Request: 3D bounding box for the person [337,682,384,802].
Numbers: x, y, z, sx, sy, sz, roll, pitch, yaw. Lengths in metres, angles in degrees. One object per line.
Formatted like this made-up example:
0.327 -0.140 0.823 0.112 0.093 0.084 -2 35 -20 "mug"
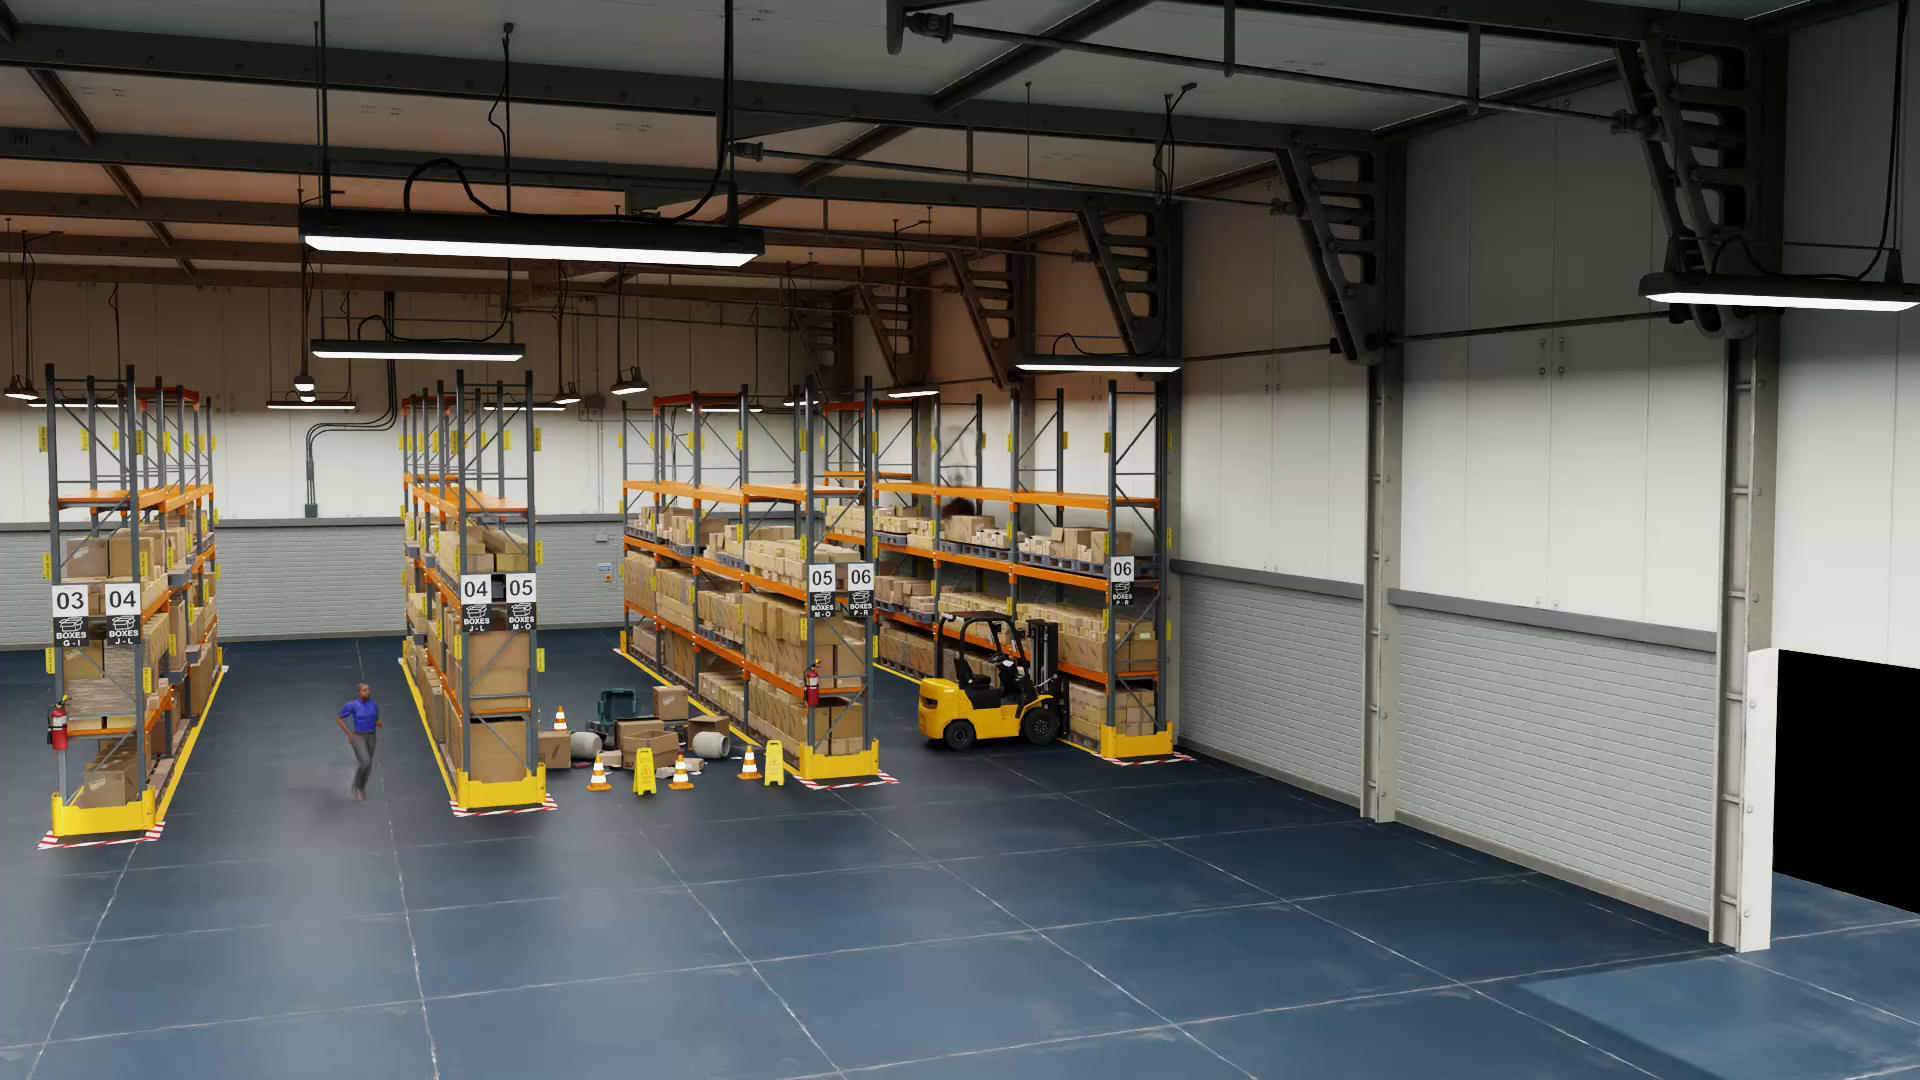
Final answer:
-8.342 2.828 23.271 0.689 1.667 0.549 3 4 37 "person"
